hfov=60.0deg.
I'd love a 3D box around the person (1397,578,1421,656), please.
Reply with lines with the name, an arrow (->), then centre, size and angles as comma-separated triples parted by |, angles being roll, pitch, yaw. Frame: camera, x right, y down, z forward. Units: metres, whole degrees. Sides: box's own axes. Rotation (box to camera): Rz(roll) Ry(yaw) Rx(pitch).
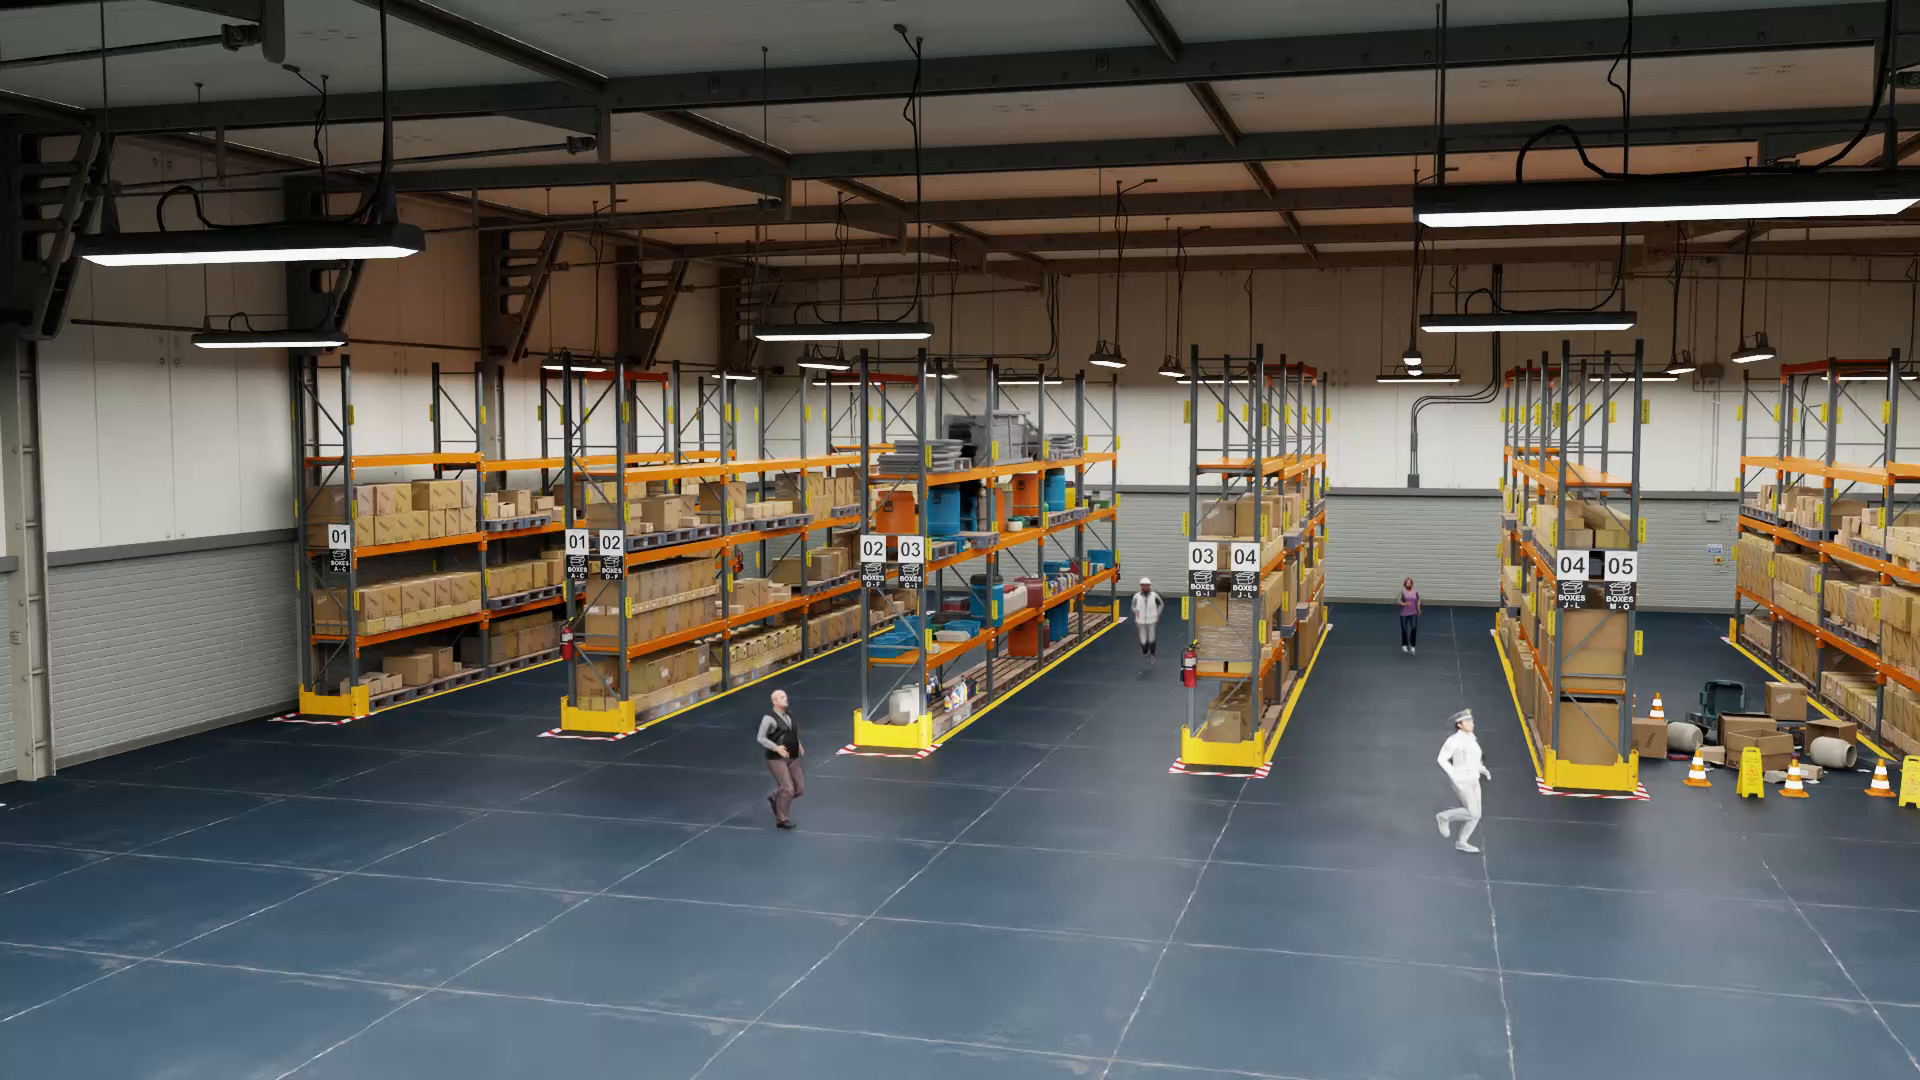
person -> 9.399, 1.595, 34.801 | 0.507, 1.621, 0.682 | 1, 4, 9

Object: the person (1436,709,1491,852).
person -> 5.799, 2.752, 19.132 | 0.631, 1.646, 0.543 | -3, 6, -39

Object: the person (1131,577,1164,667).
person -> 3.612, 1.591, 32.191 | 0.633, 1.734, 0.681 | 1, 4, 12

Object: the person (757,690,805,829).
person -> -2.152, 2.654, 20.168 | 0.571, 1.672, 0.657 | 3, 5, 37
